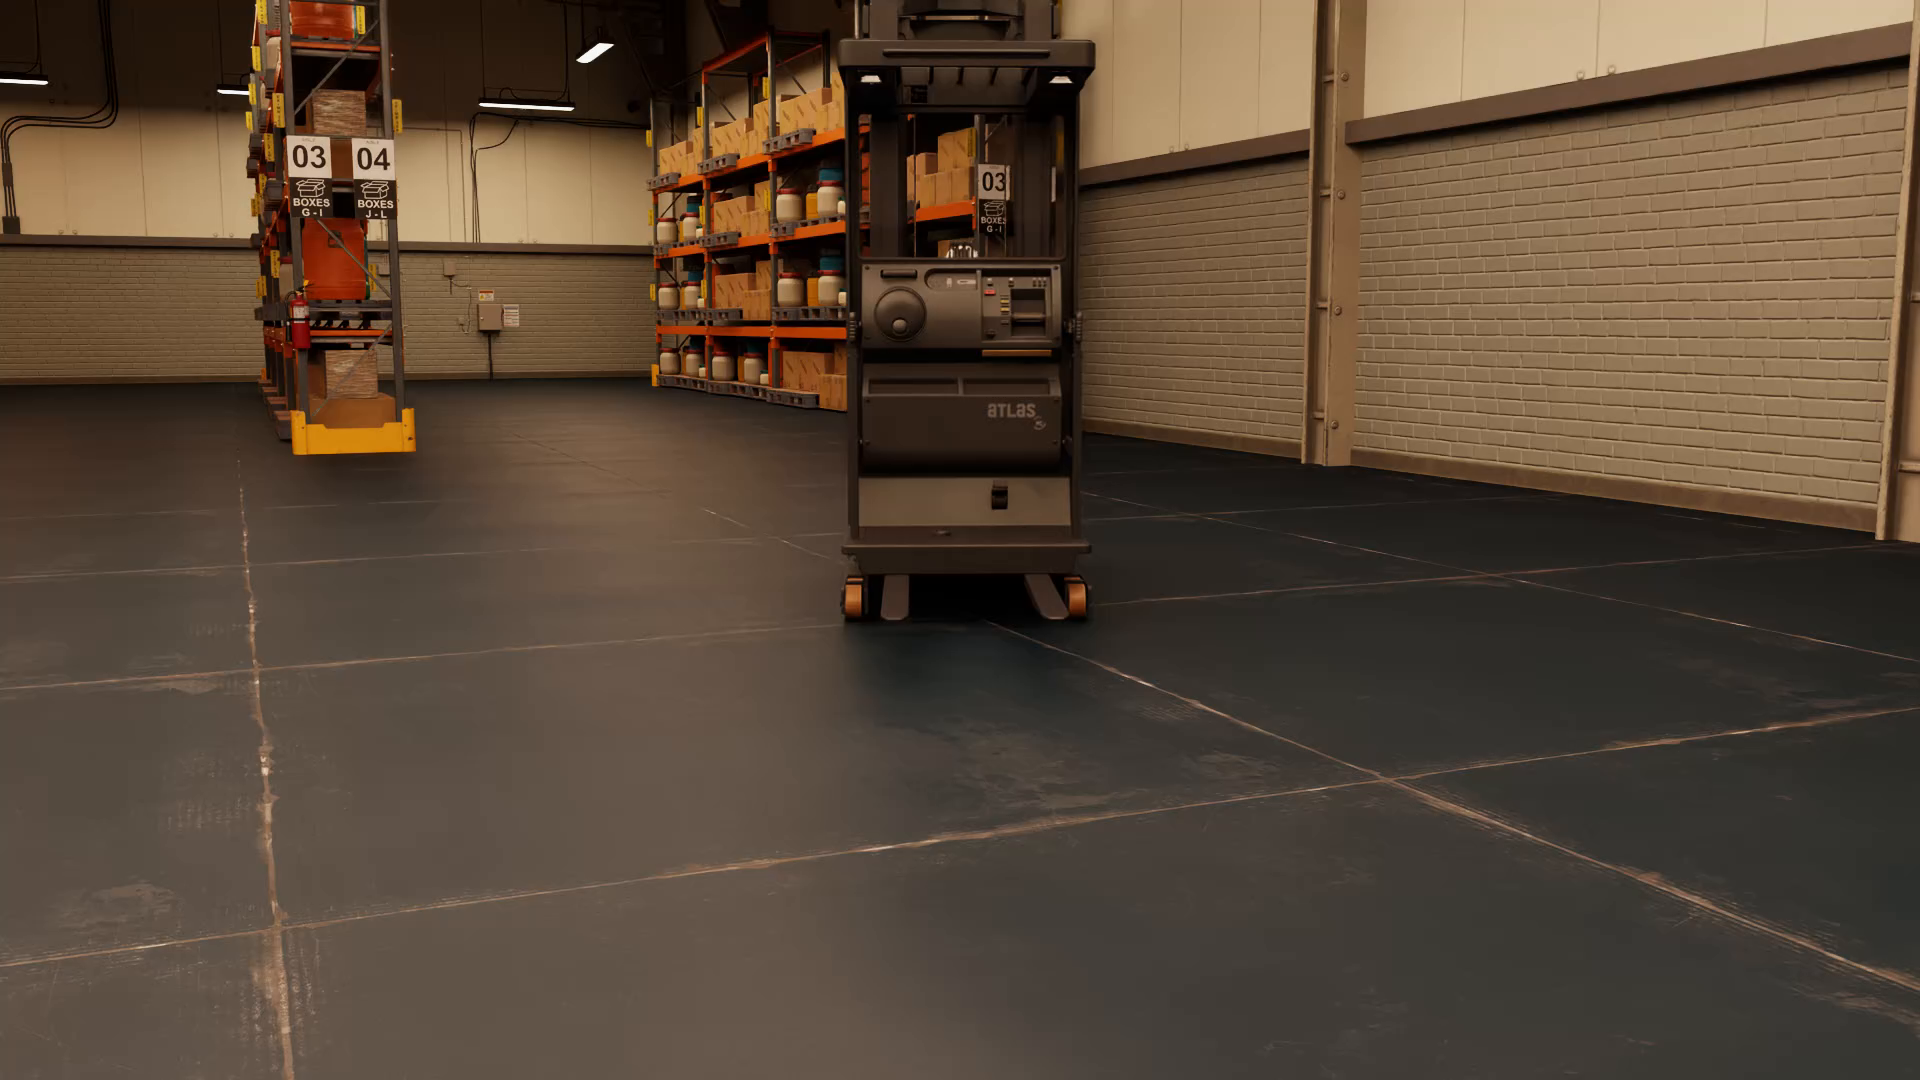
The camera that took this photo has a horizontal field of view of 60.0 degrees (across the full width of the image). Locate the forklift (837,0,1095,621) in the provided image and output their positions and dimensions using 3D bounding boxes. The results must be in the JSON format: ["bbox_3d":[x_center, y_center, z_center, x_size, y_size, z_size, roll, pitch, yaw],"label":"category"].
[{"bbox_3d":[0.017,-1.135,7.549,1.130,2.935,3.031,0,8,-2],"label":"forklift"}]

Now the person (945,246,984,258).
[{"bbox_3d":[0.020,-0.882,9.968,0.656,1.782,0.577,-3,8,-23],"label":"person"}]
